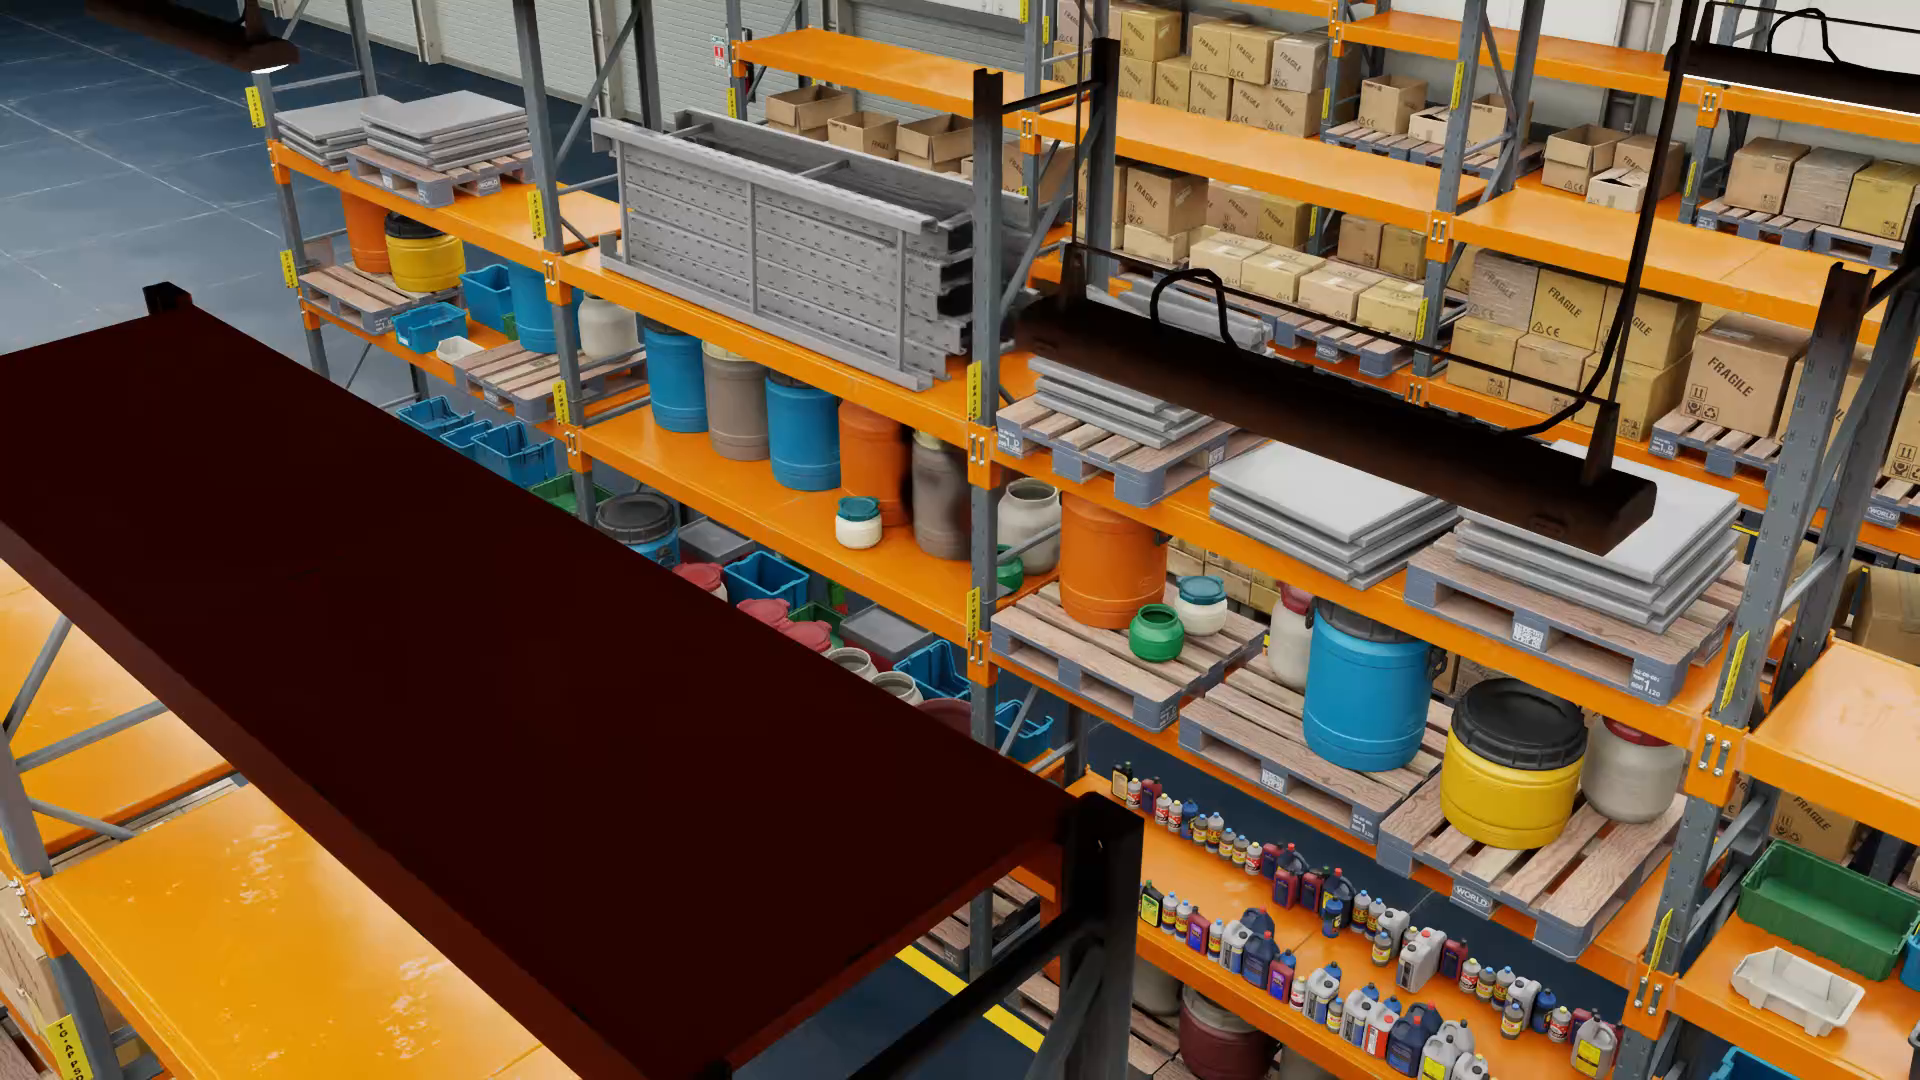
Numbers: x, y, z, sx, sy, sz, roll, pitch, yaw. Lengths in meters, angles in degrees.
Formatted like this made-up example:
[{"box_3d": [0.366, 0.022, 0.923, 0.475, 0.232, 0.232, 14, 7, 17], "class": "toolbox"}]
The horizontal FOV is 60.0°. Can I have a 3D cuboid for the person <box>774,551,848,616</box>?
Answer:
[{"box_3d": [-1.243, 0.017, 14.421, 0.754, 1.780, 0.770, -8, 30, -14], "class": "person"}]

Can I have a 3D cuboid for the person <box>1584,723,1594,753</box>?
[{"box_3d": [4.034, 1.929, 11.084, 0.735, 1.767, 0.644, 18, 34, 29], "class": "person"}]
